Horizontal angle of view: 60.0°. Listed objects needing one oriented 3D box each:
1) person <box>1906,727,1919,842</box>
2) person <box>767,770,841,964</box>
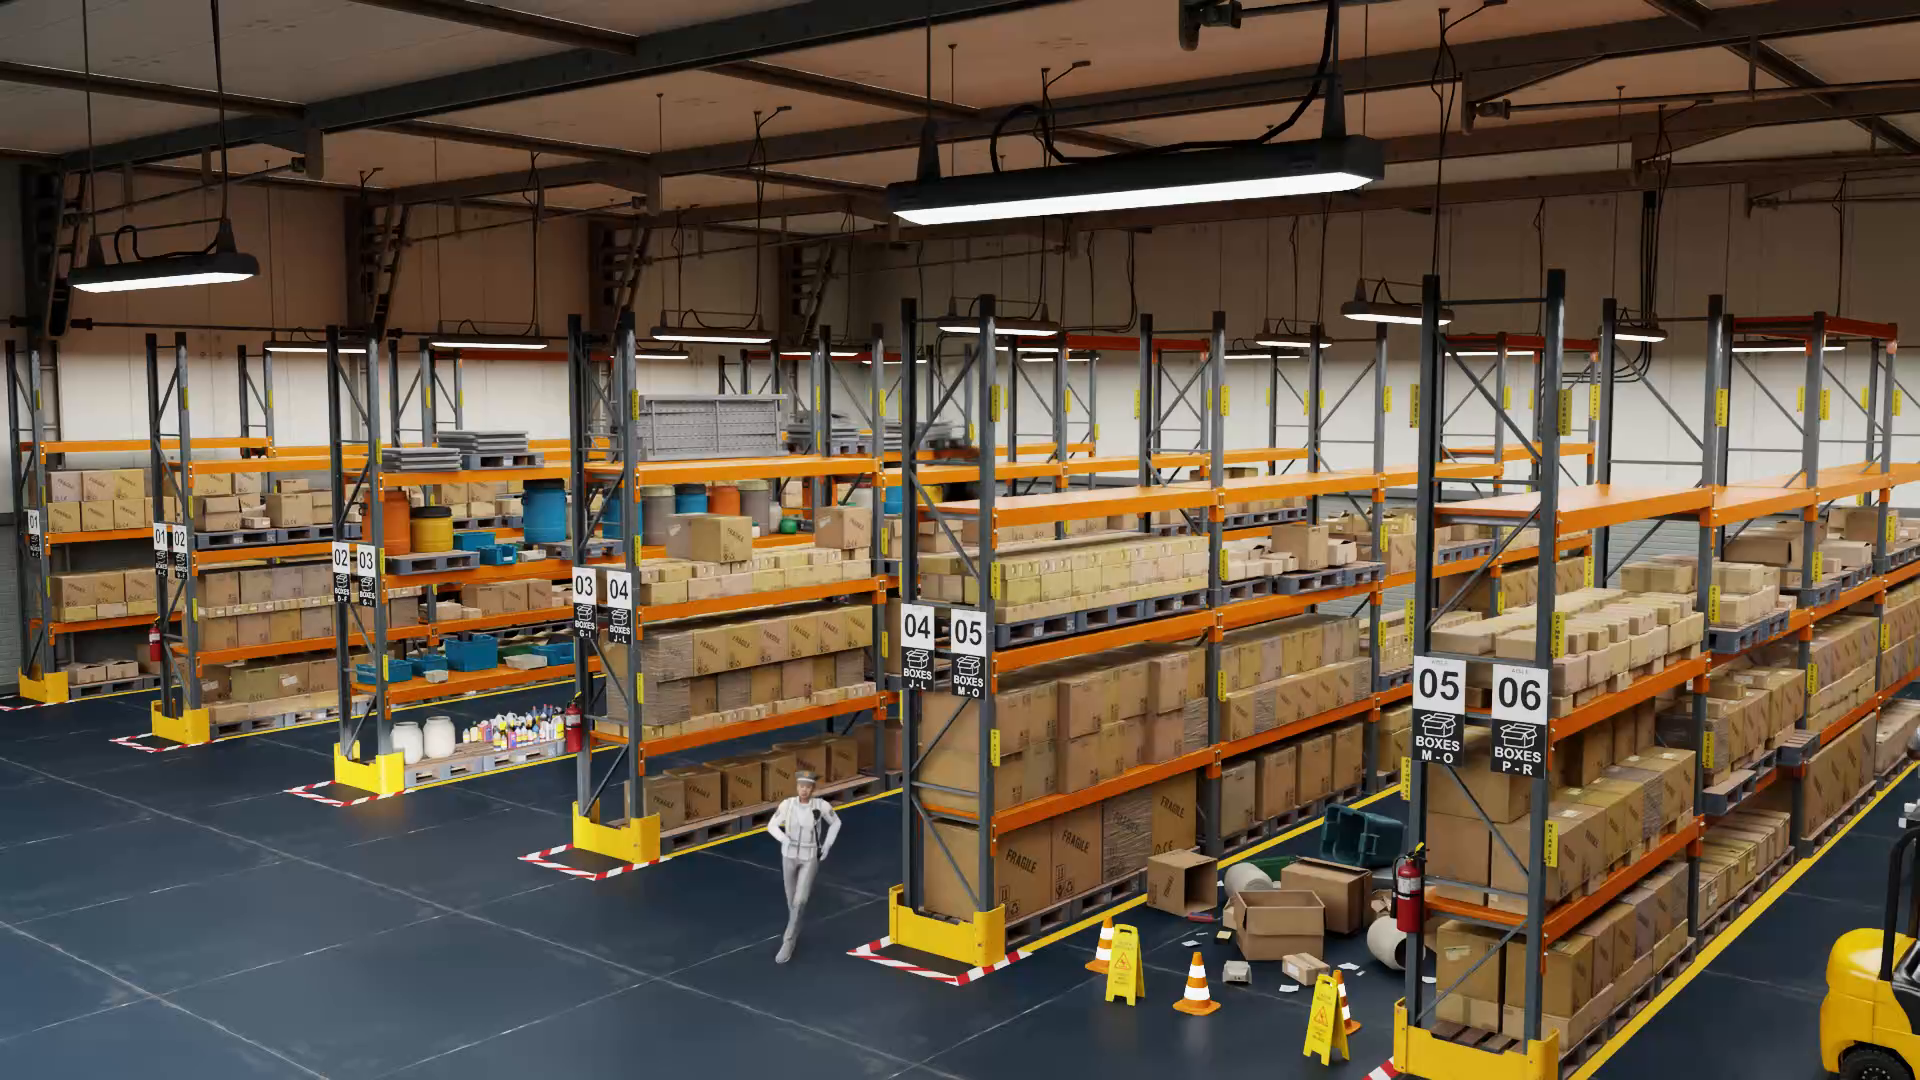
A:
[{"bbox_3d":[10.733,2.646,18.192,0.688,1.774,0.798,4,7,41],"label":"person"},{"bbox_3d":[-1.443,2.940,15.284,0.641,1.717,0.786,1,5,9],"label":"person"}]
